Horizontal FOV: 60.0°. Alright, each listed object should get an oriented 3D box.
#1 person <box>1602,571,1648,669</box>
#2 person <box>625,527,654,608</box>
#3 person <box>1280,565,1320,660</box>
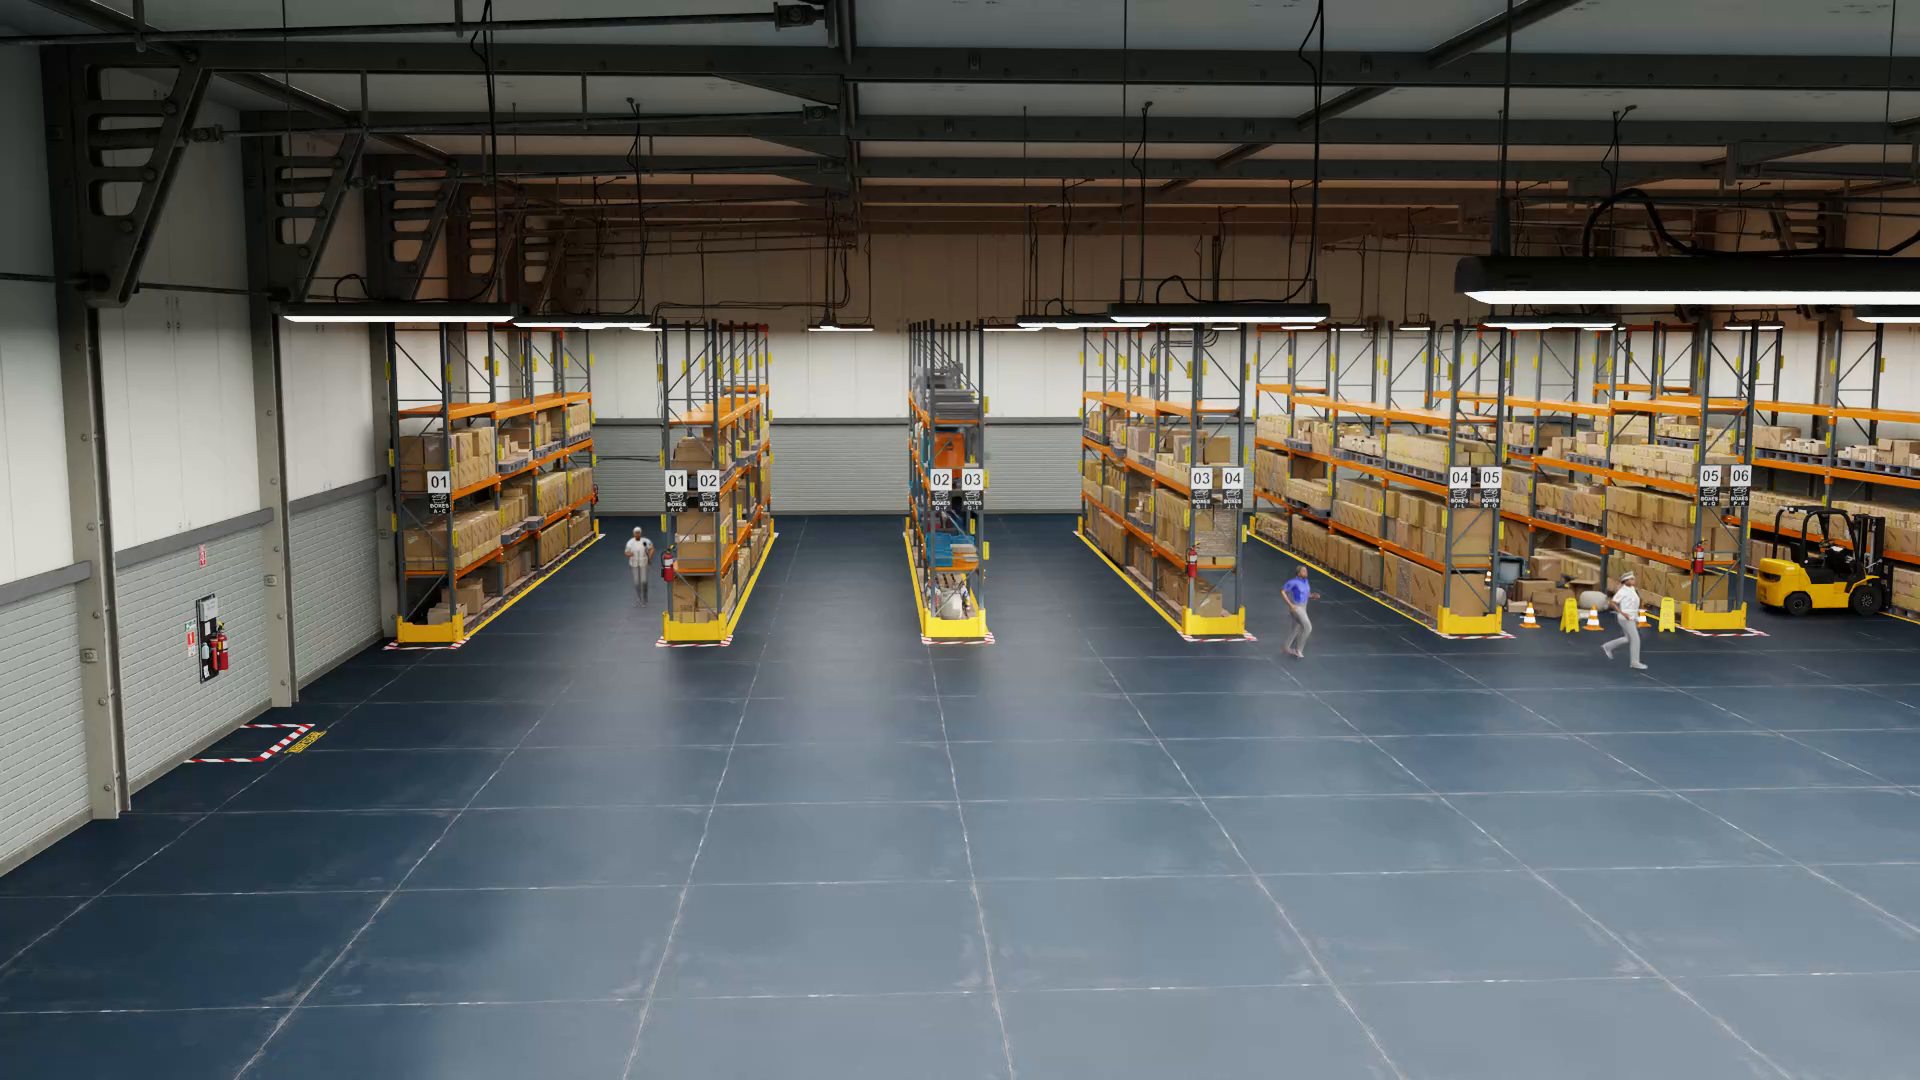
[{"bbox_3d":[11.492,1.358,28.674,0.815,1.663,0.588,6,9,42],"label":"person"},{"bbox_3d":[-6.776,0.581,35.126,0.583,1.725,0.746,-1,7,-4],"label":"person"},{"bbox_3d":[6.038,1.284,29.539,0.717,1.701,0.546,5,9,37],"label":"person"}]
